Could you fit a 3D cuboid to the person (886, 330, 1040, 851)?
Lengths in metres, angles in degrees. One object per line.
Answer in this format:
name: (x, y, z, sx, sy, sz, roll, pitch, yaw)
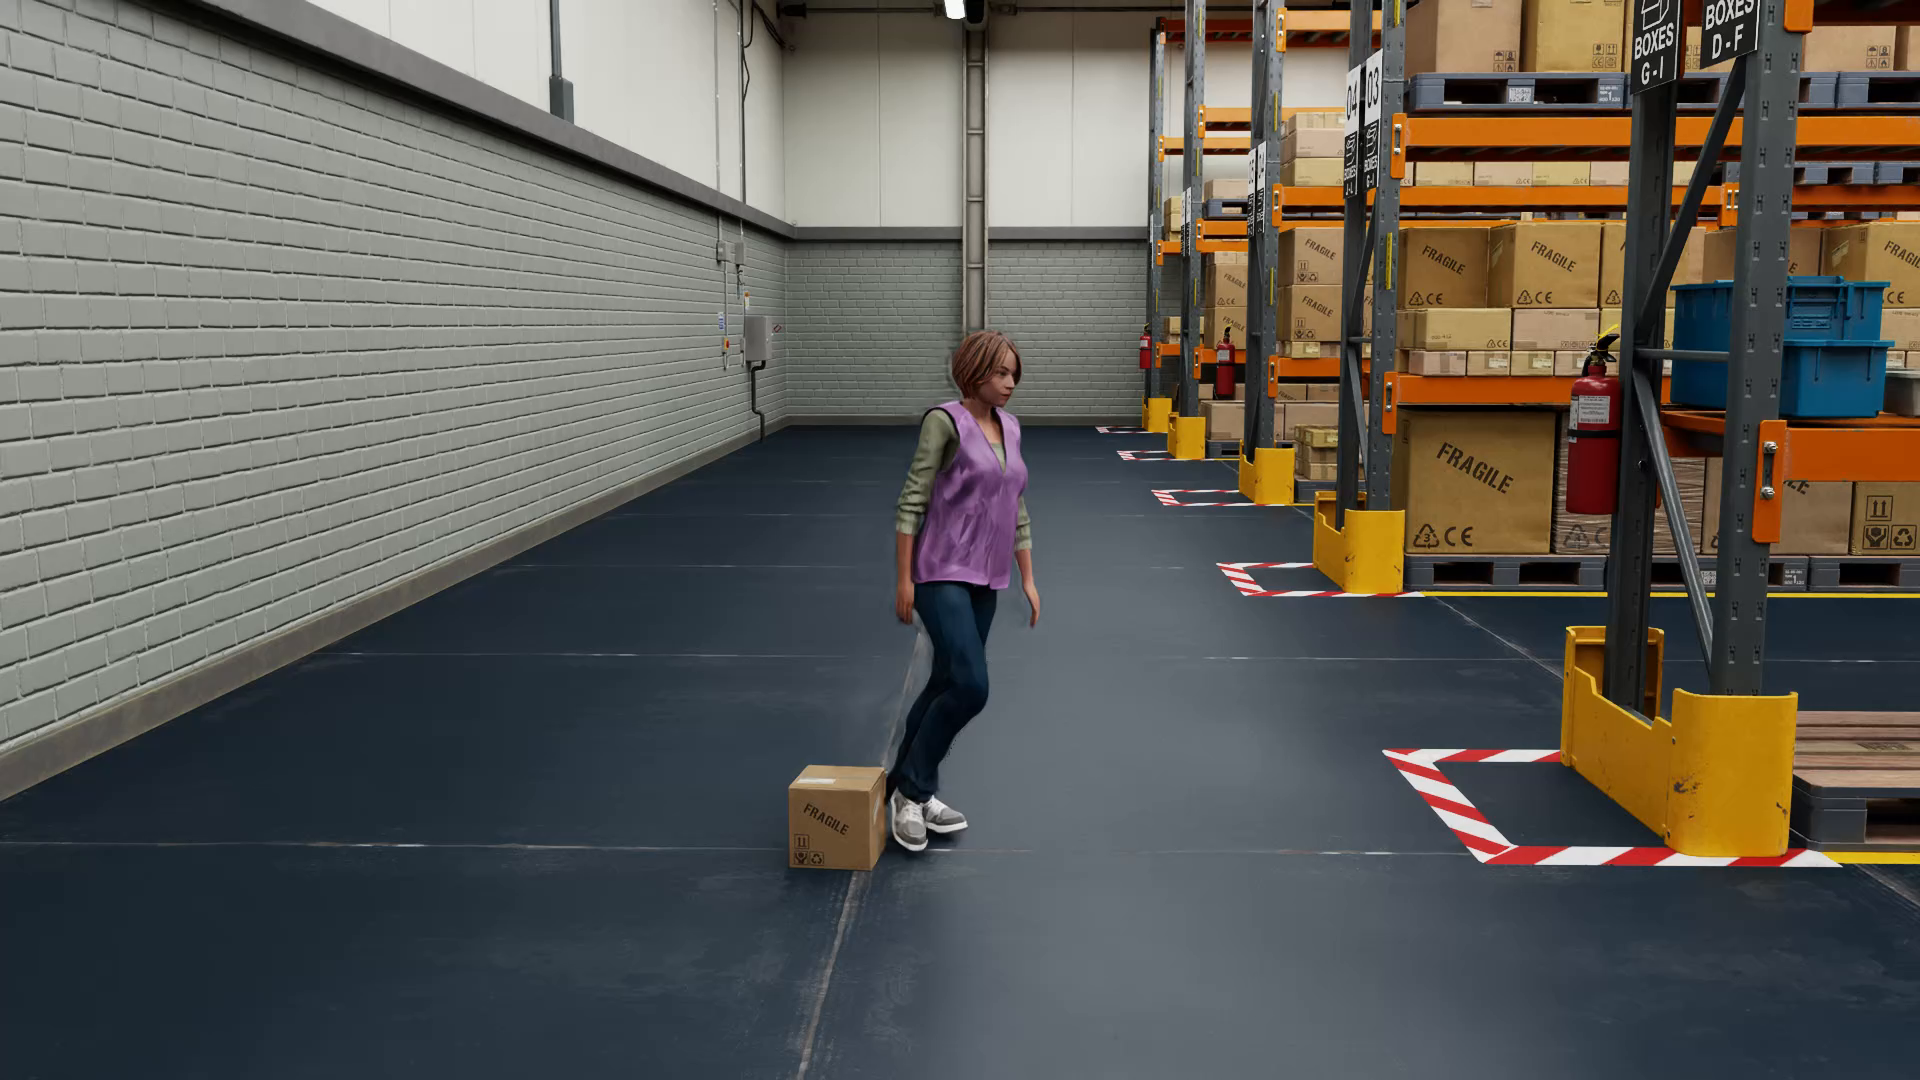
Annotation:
person: (-0.035, 0.142, 5.165, 0.457, 1.575, 0.510, 6, 9, 37)
